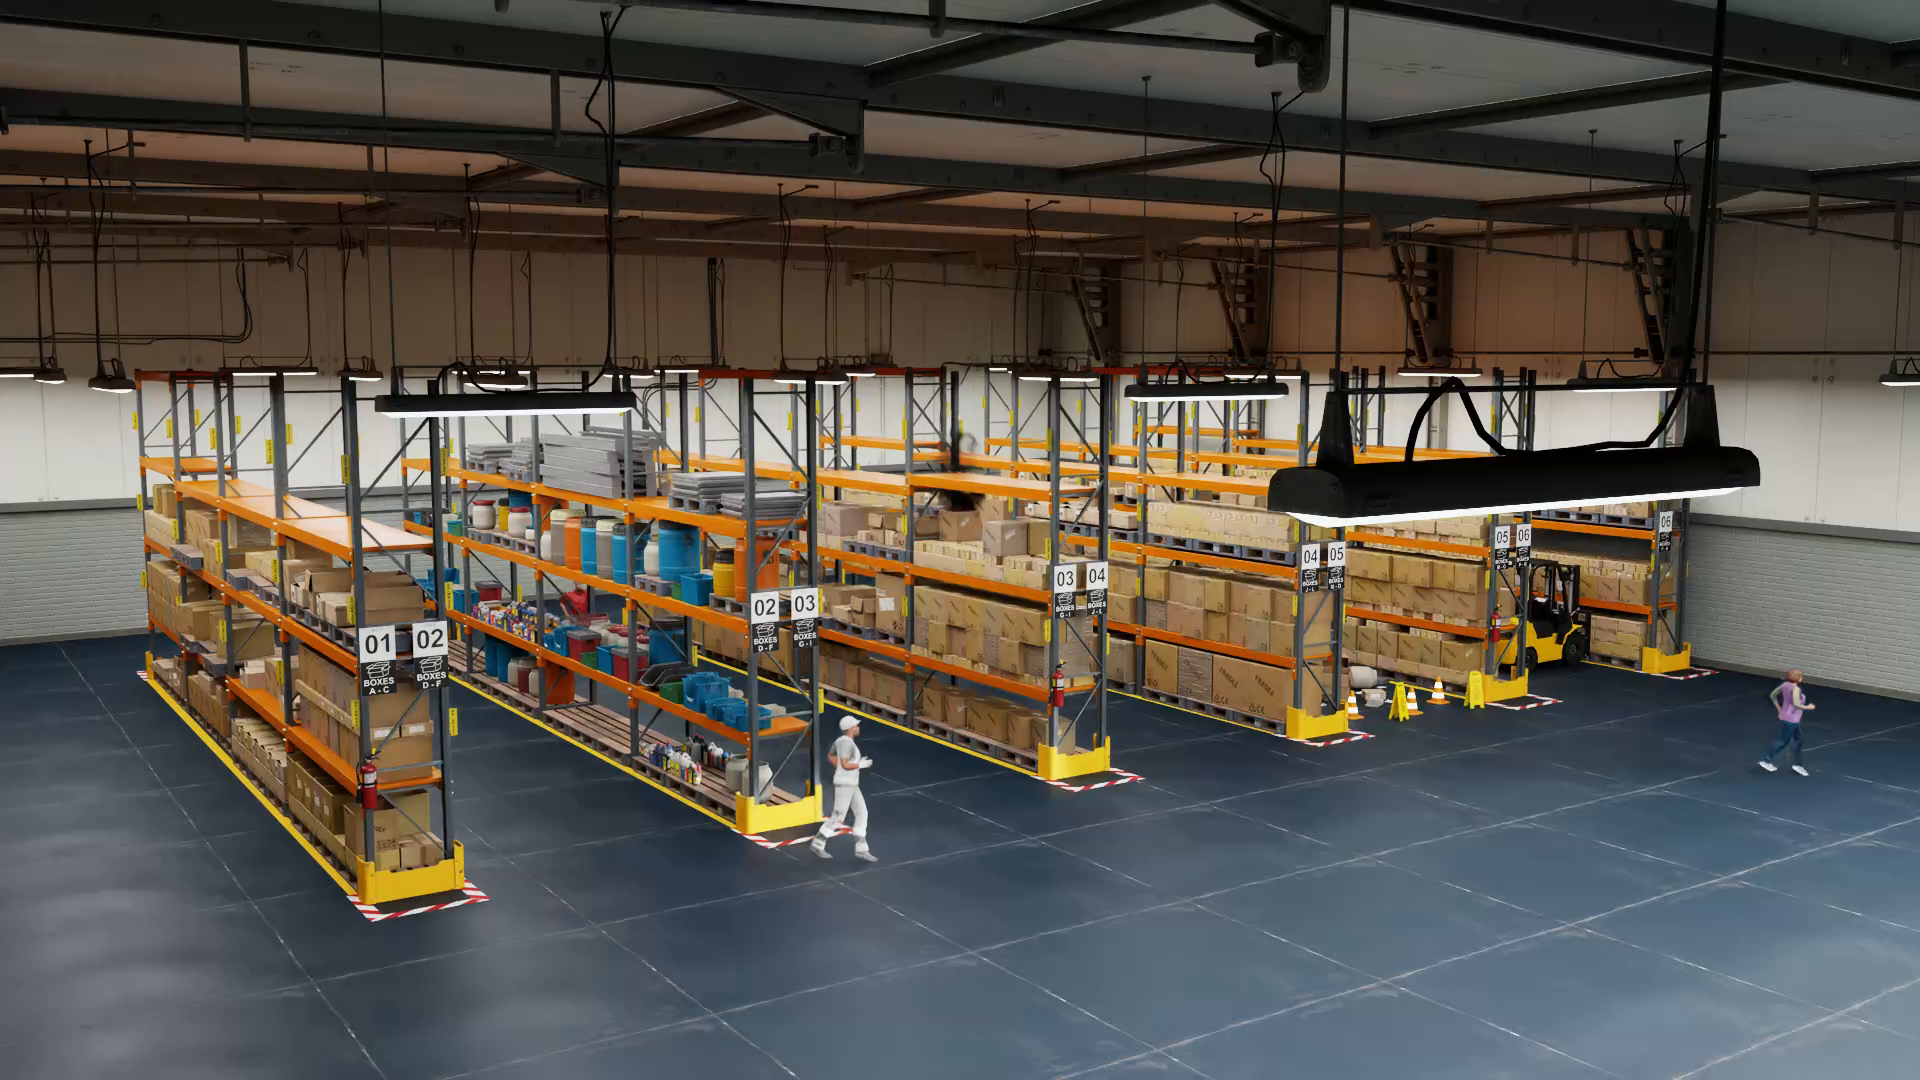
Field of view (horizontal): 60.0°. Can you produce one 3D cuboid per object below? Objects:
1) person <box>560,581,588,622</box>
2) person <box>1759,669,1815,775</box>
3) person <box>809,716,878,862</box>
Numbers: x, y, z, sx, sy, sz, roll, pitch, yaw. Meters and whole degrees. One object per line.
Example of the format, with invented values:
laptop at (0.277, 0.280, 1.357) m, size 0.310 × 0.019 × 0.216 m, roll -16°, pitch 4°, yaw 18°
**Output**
person at (-7.797, 1.642, 33.991) m, size 0.653 × 1.699 × 0.852 m, roll -5°, pitch 8°, yaw -40°
person at (12.388, 2.734, 24.899) m, size 0.731 × 1.637 × 0.524 m, roll 1°, pitch 7°, yaw 12°
person at (-1.436, 3.101, 20.852) m, size 0.855 × 1.787 × 0.668 m, roll 0°, pitch 6°, yaw 3°
